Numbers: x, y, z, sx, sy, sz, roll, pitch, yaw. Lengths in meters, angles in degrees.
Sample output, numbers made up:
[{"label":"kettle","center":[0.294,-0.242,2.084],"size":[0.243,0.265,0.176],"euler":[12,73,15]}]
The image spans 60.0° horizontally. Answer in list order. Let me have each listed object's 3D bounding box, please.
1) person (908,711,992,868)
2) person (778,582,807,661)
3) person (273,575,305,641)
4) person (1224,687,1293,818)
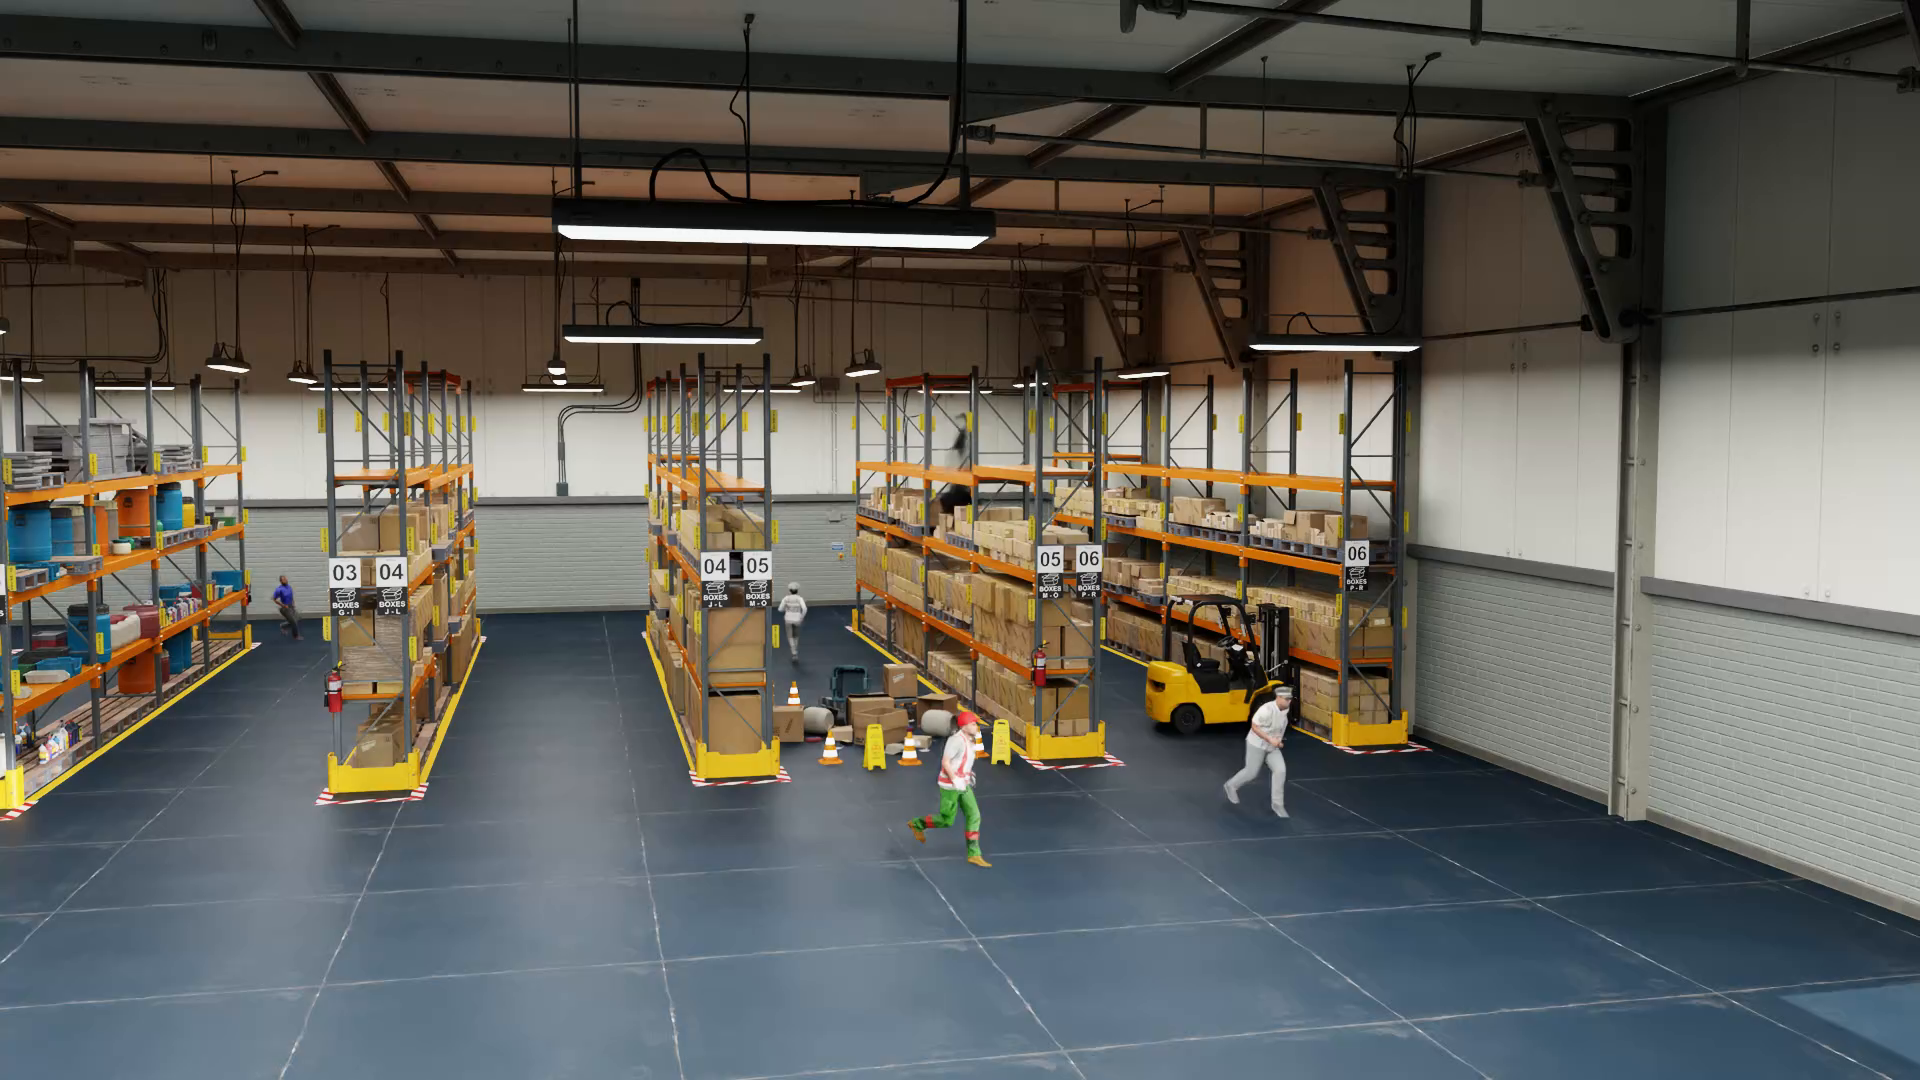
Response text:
[{"label":"person","center":[-0.104,2.822,18.977],"size":[1.038,1.772,0.660],"euler":[2,4,26]},{"label":"person","center":[-3.500,1.745,34.744],"size":[0.601,1.708,0.865],"euler":[0,4,-7]},{"label":"person","center":[-15.575,1.566,38.357],"size":[0.583,1.555,0.650],"euler":[1,4,15]},{"label":"person","center":[3.862,2.699,21.491],"size":[1.024,1.720,0.703],"euler":[4,6,44]}]
